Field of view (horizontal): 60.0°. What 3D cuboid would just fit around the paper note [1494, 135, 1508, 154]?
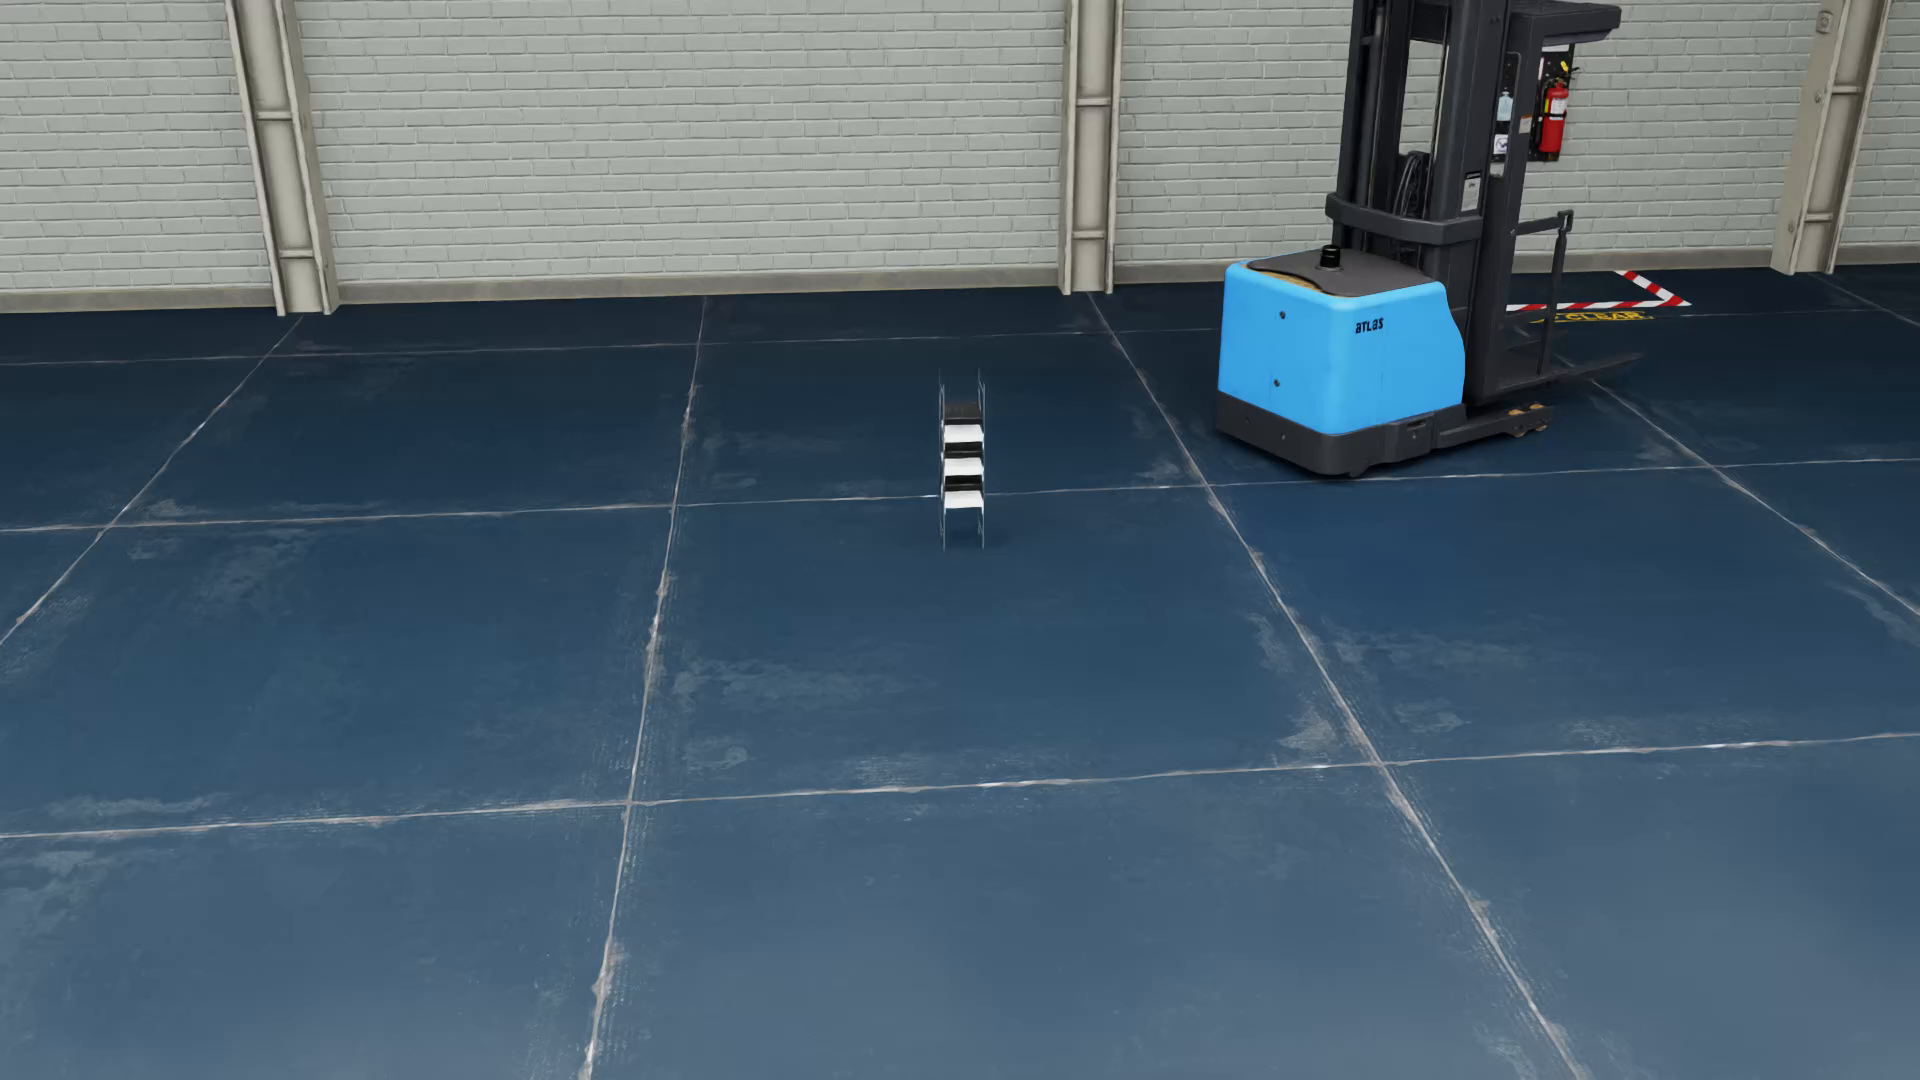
[{"bbox_3d":[4.322,-3.147,13.221,0.142,0.148,0.016,-2,24,-5],"label":"paper note"}]

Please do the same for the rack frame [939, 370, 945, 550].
[{"bbox_3d":[-0.093,-0.407,8.559,0.006,0.900,0.240,-2,24,-5],"label":"rack frame"}]

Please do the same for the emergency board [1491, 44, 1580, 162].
[{"bbox_3d":[4.505,-3.528,12.995,0.643,1.169,0.194,-2,24,-5],"label":"emergency board"}]

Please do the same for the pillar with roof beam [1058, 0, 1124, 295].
[{"bbox_3d":[1.420,-4.374,7.510,0.400,9.000,9.100,-2,24,-5],"label":"pillar with roof beam"}]

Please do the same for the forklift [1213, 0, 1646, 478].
[{"bbox_3d":[3.059,-2.134,9.942,3.031,2.935,1.130,-15,28,-29],"label":"forklift"}]

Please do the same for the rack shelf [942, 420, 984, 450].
[{"bbox_3d":[0.008,-0.546,8.508,0.200,0.077,0.258,-2,24,-5],"label":"rack shelf"}]

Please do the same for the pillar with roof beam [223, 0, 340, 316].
[{"bbox_3d":[-4.551,-4.134,6.972,0.400,9.000,9.100,-2,24,-5],"label":"pillar with roof beam"}]

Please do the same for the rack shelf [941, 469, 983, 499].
[{"bbox_3d":[0.008,-0.299,8.618,0.200,0.077,0.258,-2,24,-5],"label":"rack shelf"}]

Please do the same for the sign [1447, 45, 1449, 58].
[{"bbox_3d":[3.950,-3.803,12.917,0.331,0.109,0.001,-2,24,-5],"label":"sign"}]

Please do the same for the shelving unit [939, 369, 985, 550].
[{"bbox_3d":[0.008,-0.412,8.568,0.210,0.900,0.258,-2,24,-5],"label":"shelving unit"}]

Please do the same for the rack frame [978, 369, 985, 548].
[{"bbox_3d":[0.109,-0.416,8.577,0.006,0.900,0.240,-2,24,-5],"label":"rack frame"}]

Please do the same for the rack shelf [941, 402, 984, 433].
[{"bbox_3d":[0.008,-0.628,8.472,0.200,0.077,0.258,-2,24,-5],"label":"rack shelf"}]

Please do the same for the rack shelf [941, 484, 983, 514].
[{"bbox_3d":[0.008,-0.217,8.655,0.200,0.077,0.258,-2,24,-5],"label":"rack shelf"}]

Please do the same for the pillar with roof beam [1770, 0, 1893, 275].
[{"bbox_3d":[7.391,-4.613,8.049,0.400,9.000,9.100,-2,24,-5],"label":"pillar with roof beam"}]

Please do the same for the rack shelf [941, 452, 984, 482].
[{"bbox_3d":[0.008,-0.381,8.581,0.200,0.077,0.258,-2,24,-5],"label":"rack shelf"}]

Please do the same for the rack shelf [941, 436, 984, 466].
[{"bbox_3d":[0.008,-0.463,8.545,0.200,0.077,0.258,-2,24,-5],"label":"rack shelf"}]
